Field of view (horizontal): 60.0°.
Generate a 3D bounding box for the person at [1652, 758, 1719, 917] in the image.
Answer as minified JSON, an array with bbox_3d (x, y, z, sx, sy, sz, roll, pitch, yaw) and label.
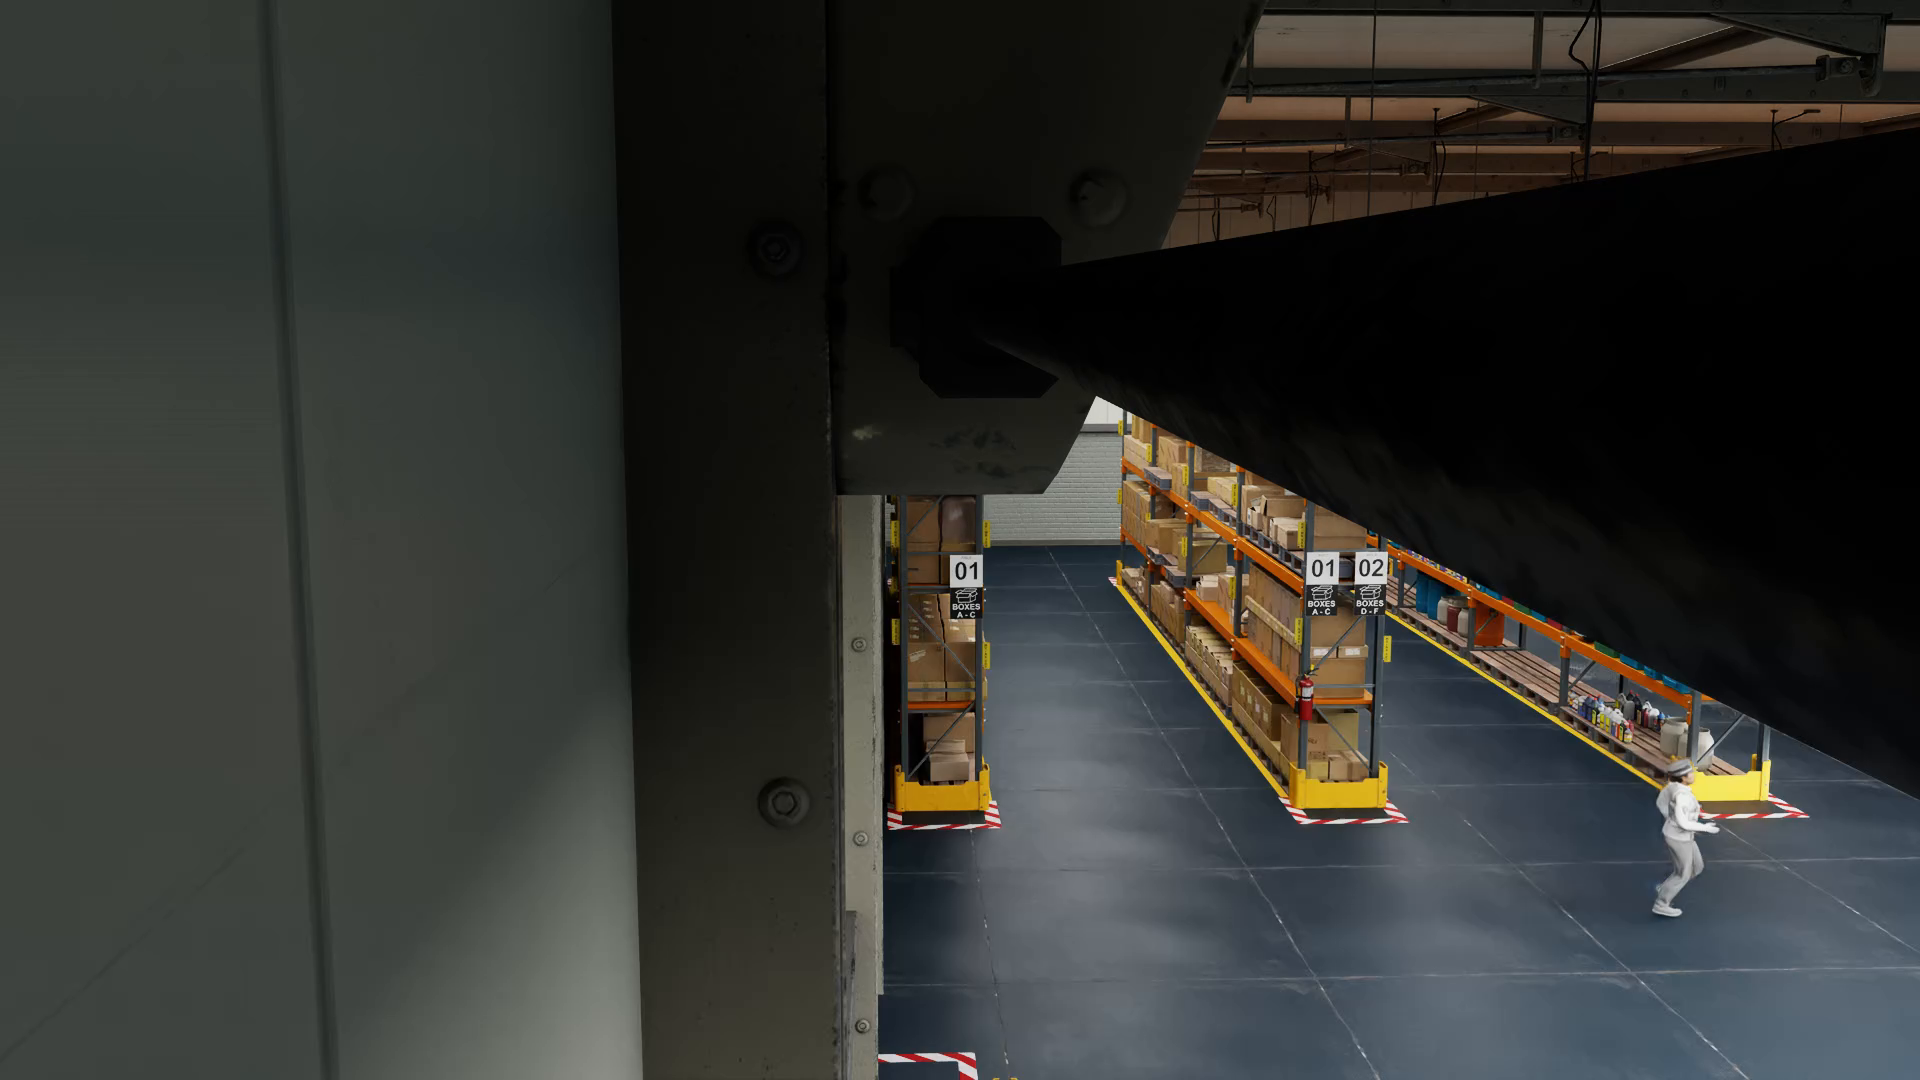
[{"bbox_3d":[7.392,3.026,16.925,0.565,1.654,0.585,2,9,16],"label":"person"}]
